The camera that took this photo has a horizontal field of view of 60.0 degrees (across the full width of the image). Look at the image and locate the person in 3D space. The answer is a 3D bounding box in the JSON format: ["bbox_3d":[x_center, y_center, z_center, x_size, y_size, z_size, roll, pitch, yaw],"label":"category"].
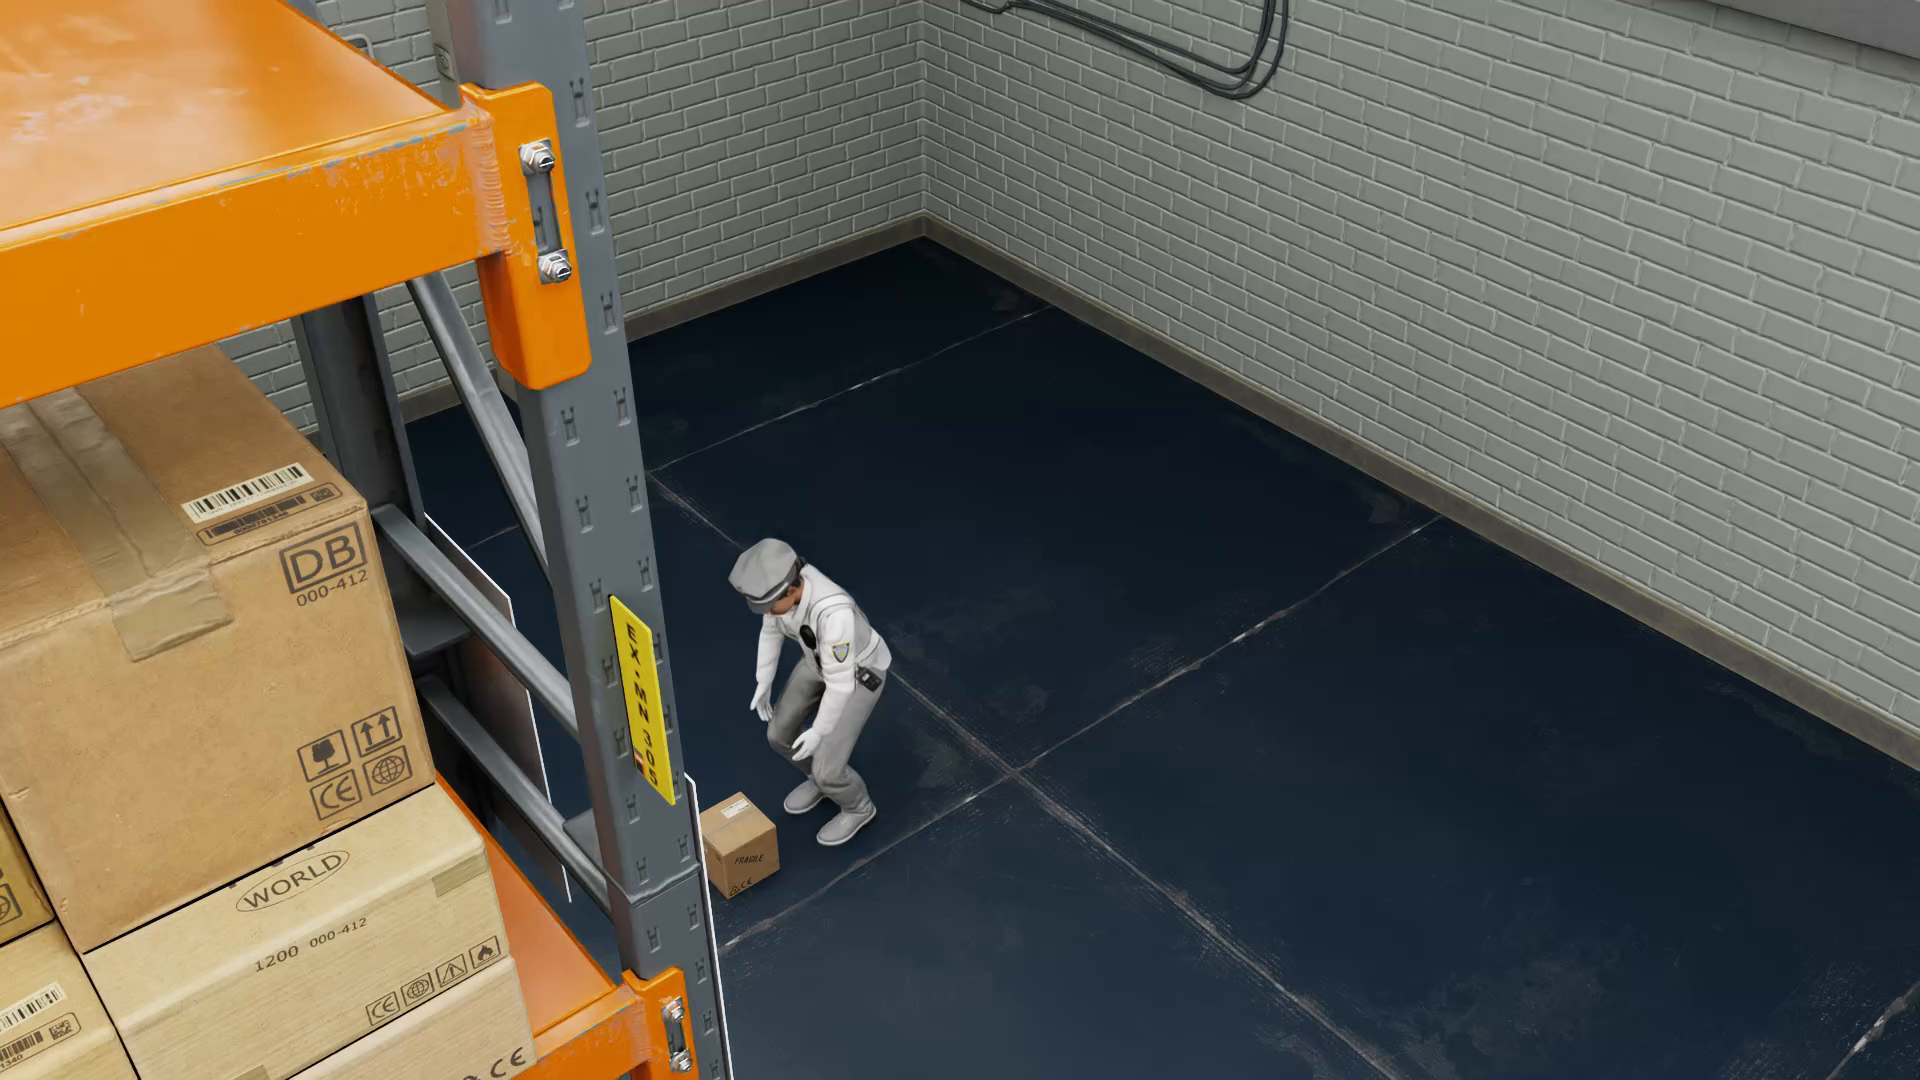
[{"bbox_3d":[-0.554,0.576,6.454,0.634,1.479,0.531,-26,43,-31],"label":"person"}]
